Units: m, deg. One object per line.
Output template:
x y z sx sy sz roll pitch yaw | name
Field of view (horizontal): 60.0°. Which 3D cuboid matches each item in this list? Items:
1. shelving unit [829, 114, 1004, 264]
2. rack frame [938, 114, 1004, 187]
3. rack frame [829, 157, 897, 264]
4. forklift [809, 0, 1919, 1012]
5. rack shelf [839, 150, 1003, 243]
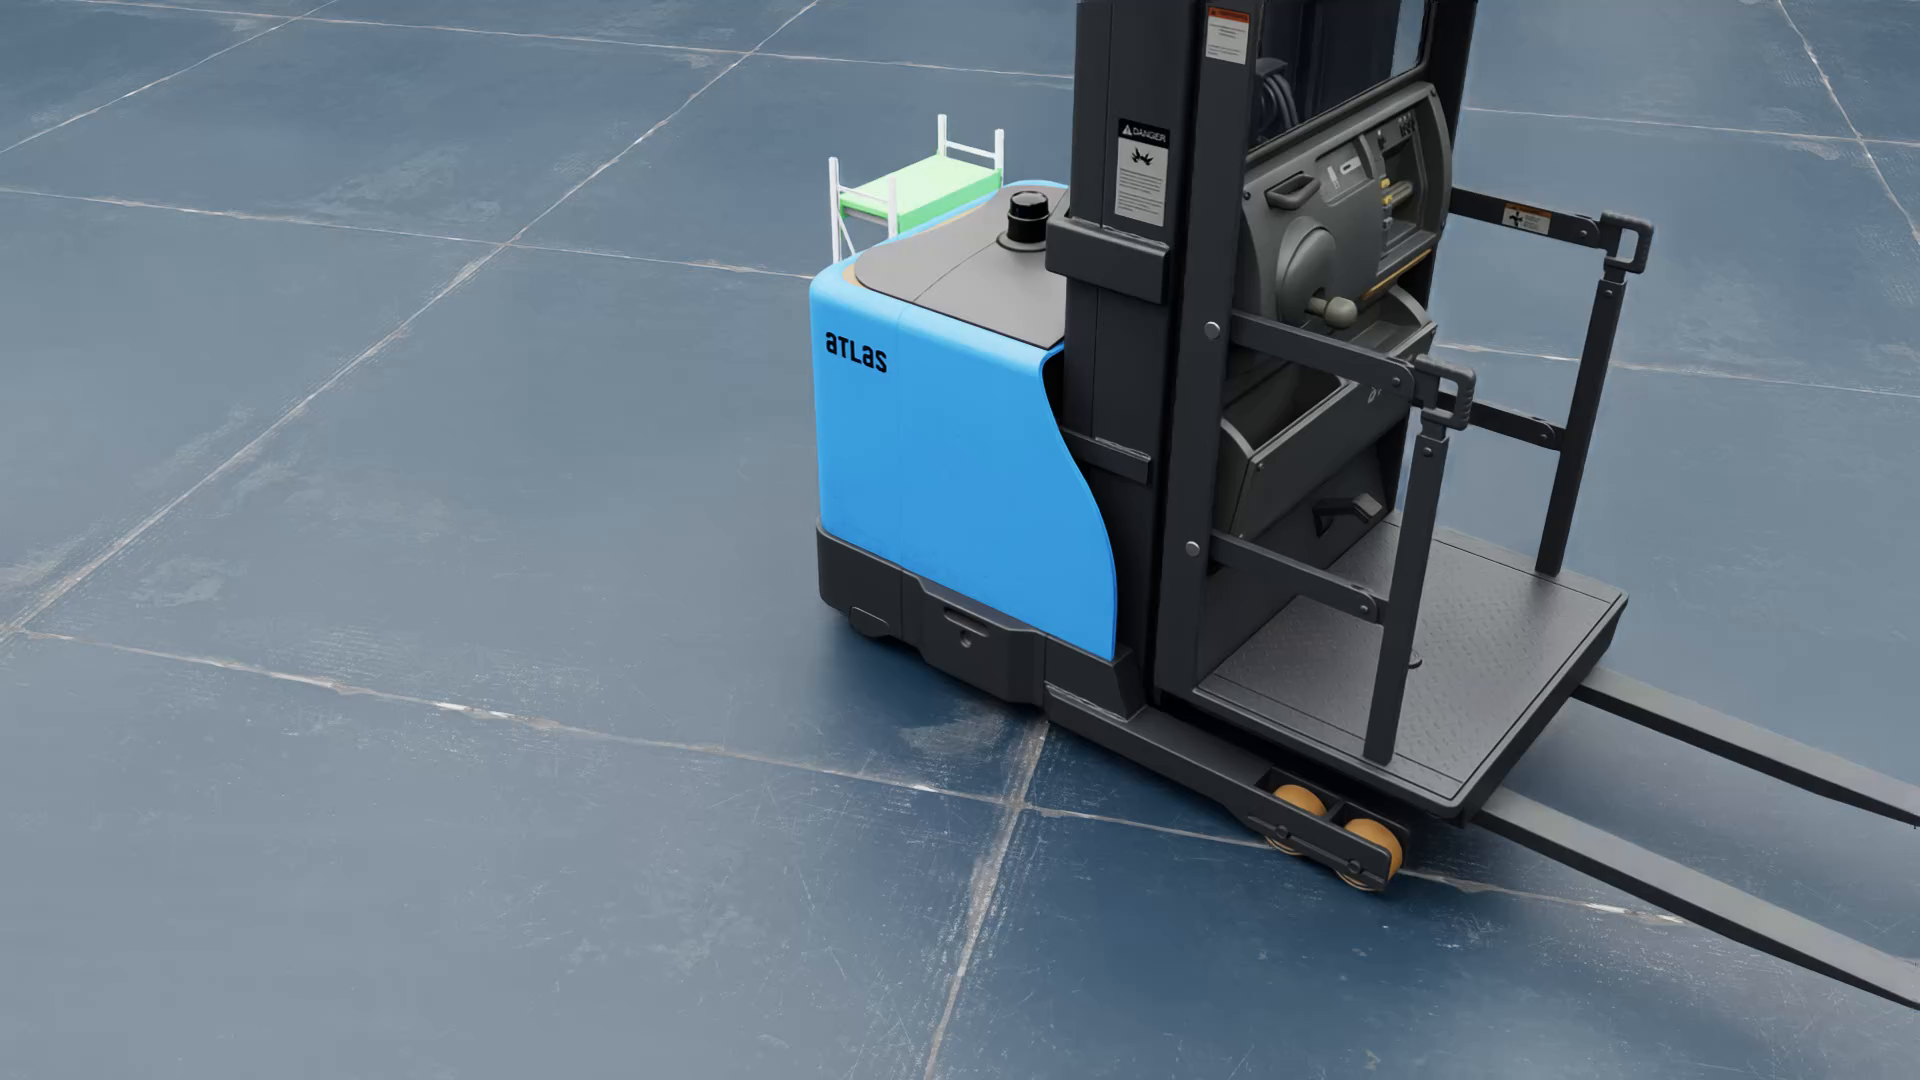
-0.121 -0.640 5.139 0.258 1.200 0.503 23 39 32 | shelving unit
0.032 -0.742 5.299 0.240 1.200 0.015 23 39 32 | rack frame
-0.273 -0.538 4.978 0.240 1.200 0.015 23 39 32 | rack frame
1.054 -0.730 3.667 3.031 2.935 1.130 23 39 32 | forklift
-0.121 -0.991 4.915 0.258 0.148 0.480 23 39 32 | rack shelf
